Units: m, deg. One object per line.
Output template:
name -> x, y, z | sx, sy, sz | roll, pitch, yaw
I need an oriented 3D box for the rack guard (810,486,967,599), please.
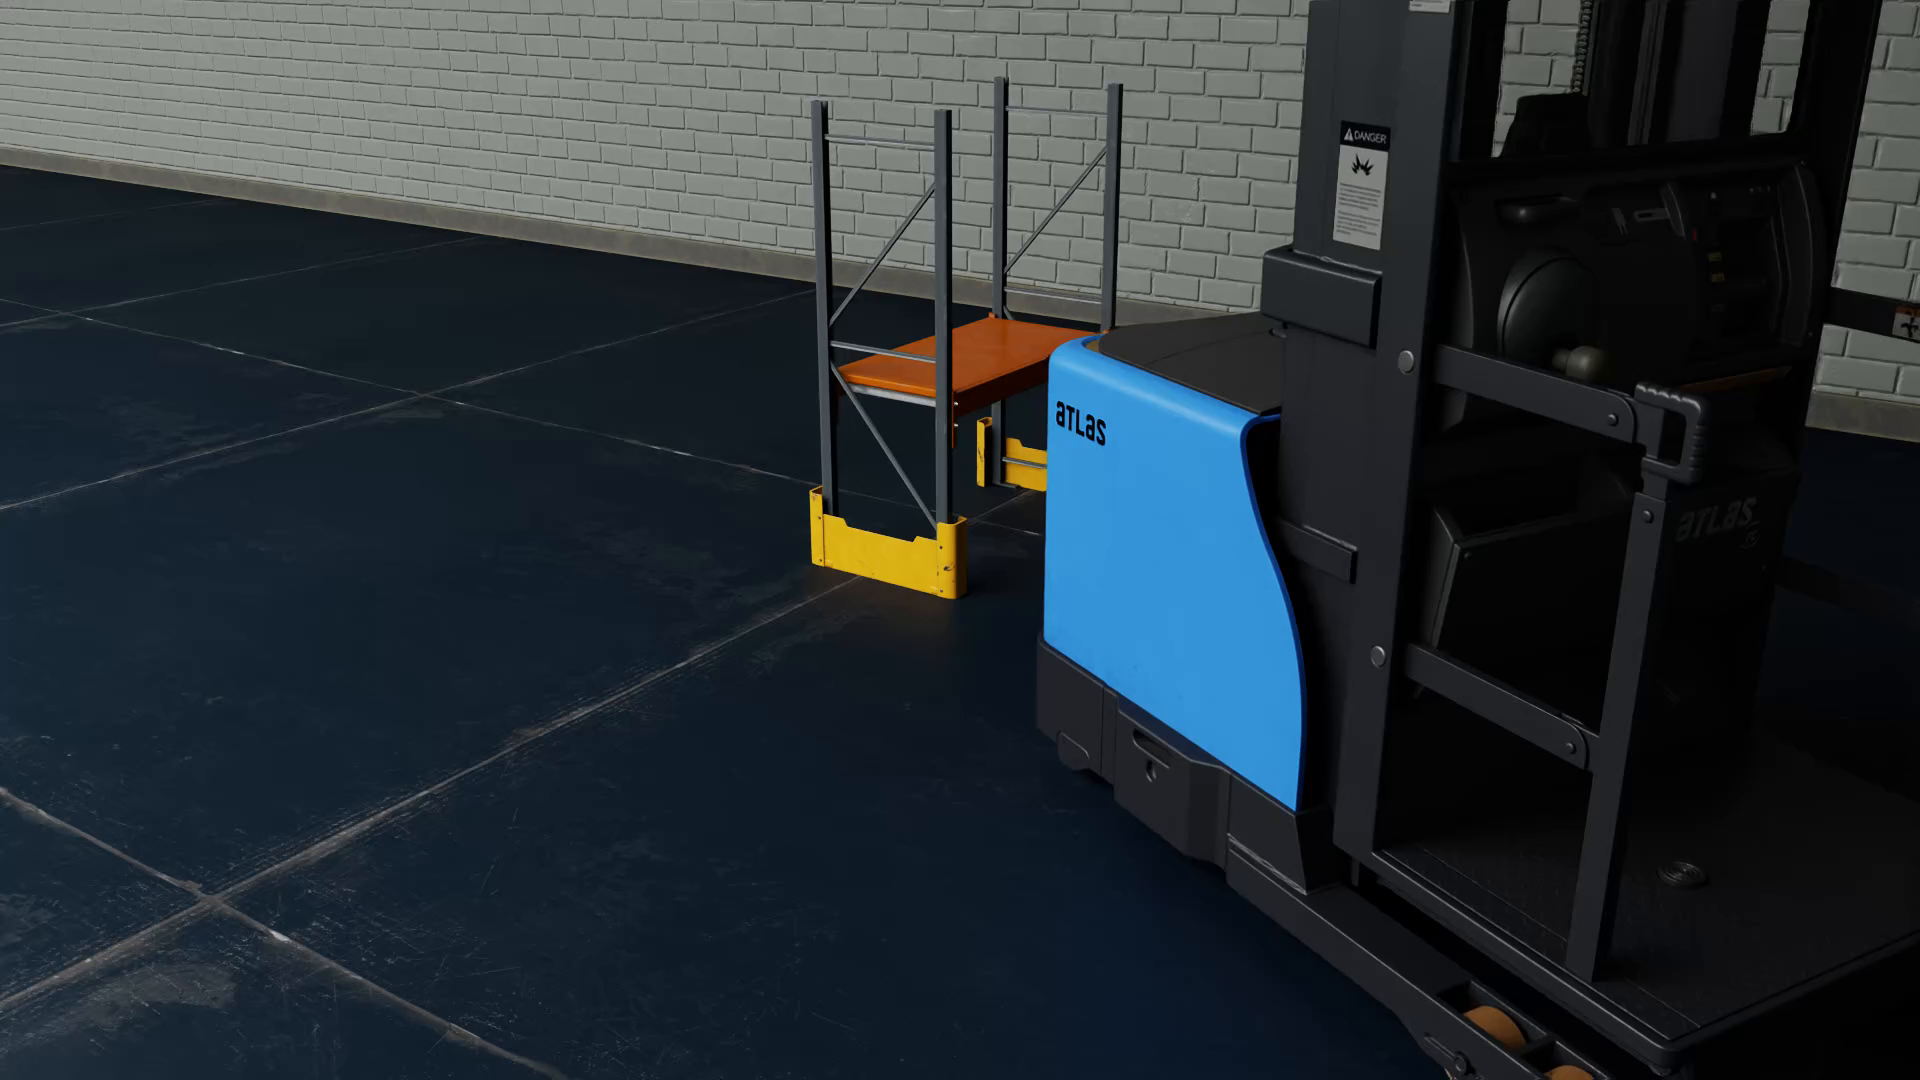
rack guard -> -0.237, 0.004, 5.394 | 0.587, 0.250, 0.087 | 13, 24, 32

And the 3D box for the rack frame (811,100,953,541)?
rack frame -> -0.238, -0.582, 5.177 | 0.500, 1.500, 0.032 | 13, 24, 32

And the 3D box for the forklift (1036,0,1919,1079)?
forklift -> 1.347, -0.478, 2.833 | 1.130, 2.935, 3.031 | -11, 23, -27

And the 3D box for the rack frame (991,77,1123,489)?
rack frame -> 0.334, -0.874, 5.965 | 0.500, 1.500, 0.032 | 13, 24, 32

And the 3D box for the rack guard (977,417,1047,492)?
rack guard -> 0.323, -0.282, 6.167 | 0.587, 0.250, 0.087 | 13, 24, 32

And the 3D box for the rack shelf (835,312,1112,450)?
rack shelf -> 0.048, -0.559, 5.633 | 0.538, 0.185, 1.000 | 13, 24, 32

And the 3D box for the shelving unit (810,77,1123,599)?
shelving unit -> 0.043, -0.725, 5.564 | 0.587, 1.500, 1.083 | 13, 24, 32
